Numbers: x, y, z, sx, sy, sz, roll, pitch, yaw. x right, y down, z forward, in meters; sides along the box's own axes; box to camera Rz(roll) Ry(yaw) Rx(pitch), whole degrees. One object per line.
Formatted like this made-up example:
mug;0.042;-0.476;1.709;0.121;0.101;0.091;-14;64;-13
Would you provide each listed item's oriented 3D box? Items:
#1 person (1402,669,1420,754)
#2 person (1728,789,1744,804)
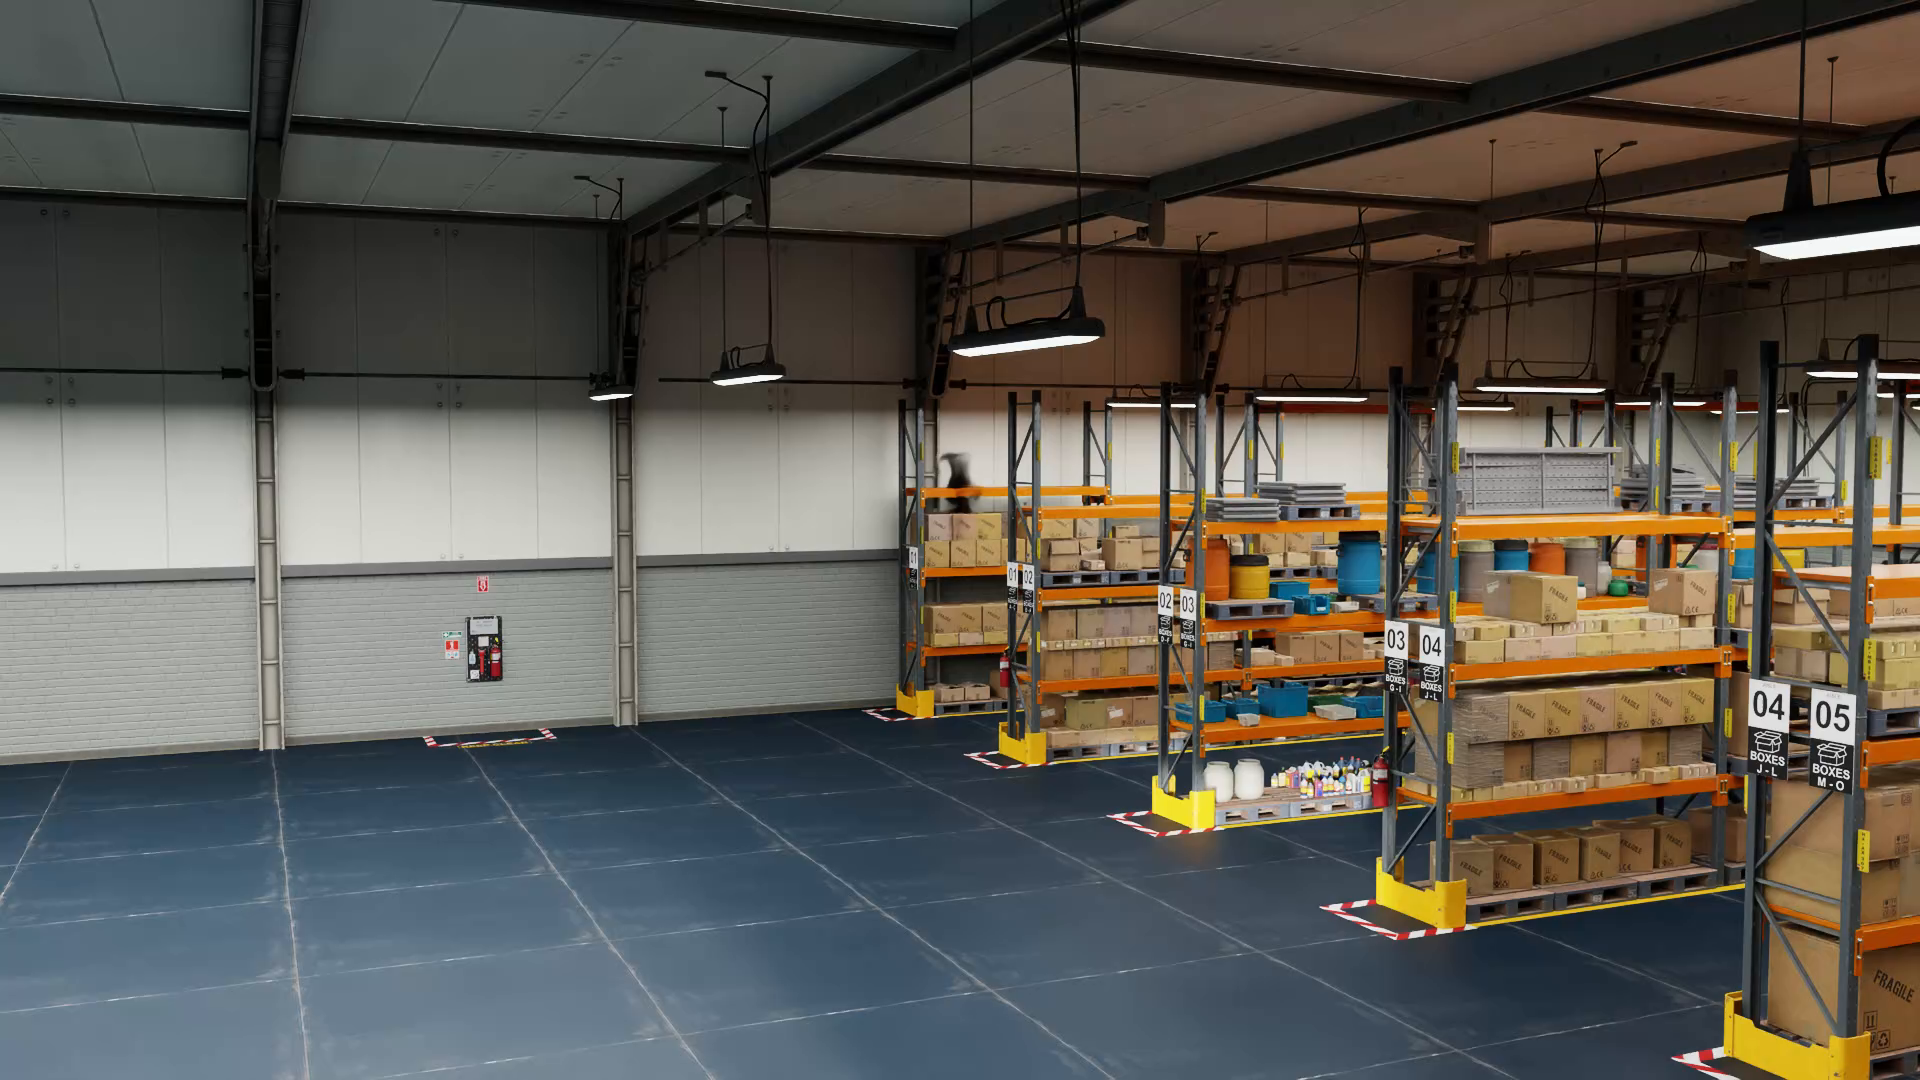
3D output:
person;7.684;2.699;27.830;1.040;1.733;0.722;-3;5;-44
person;10.479;3.126;22.953;0.929;1.363;0.547;-1;3;-10
